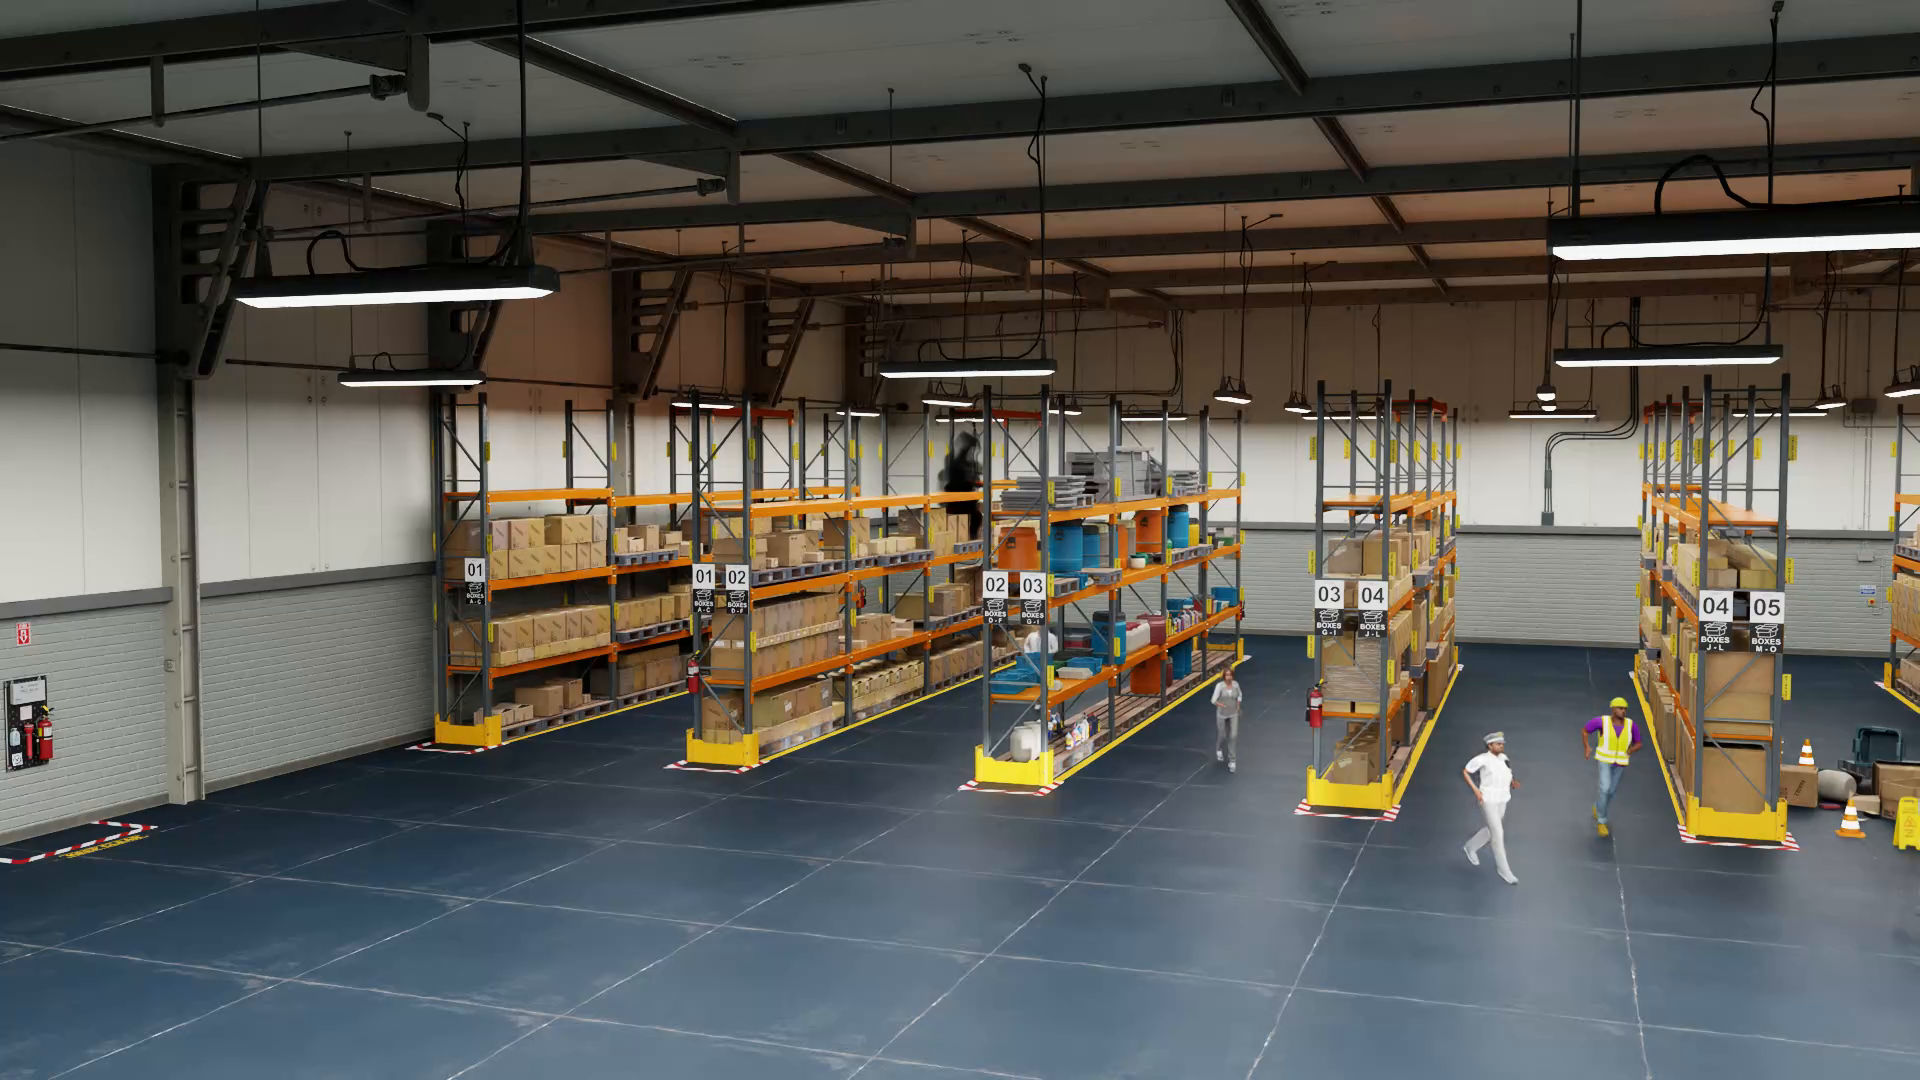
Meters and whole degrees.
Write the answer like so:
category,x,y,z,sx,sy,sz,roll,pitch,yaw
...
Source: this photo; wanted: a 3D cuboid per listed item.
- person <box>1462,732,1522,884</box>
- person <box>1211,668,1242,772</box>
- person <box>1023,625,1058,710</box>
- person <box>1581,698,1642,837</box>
category,x,y,z,sx,sy,sz,roll,pitch,yaw
person,6.286,3.106,19.600,0.575,1.720,0.870,-2,4,-30
person,4.220,2.802,26.308,0.516,1.605,0.854,0,3,-1
person,1.562,2.411,32.343,0.715,1.735,0.826,1,3,12
person,8.636,2.955,21.995,0.729,1.770,0.935,0,3,3
